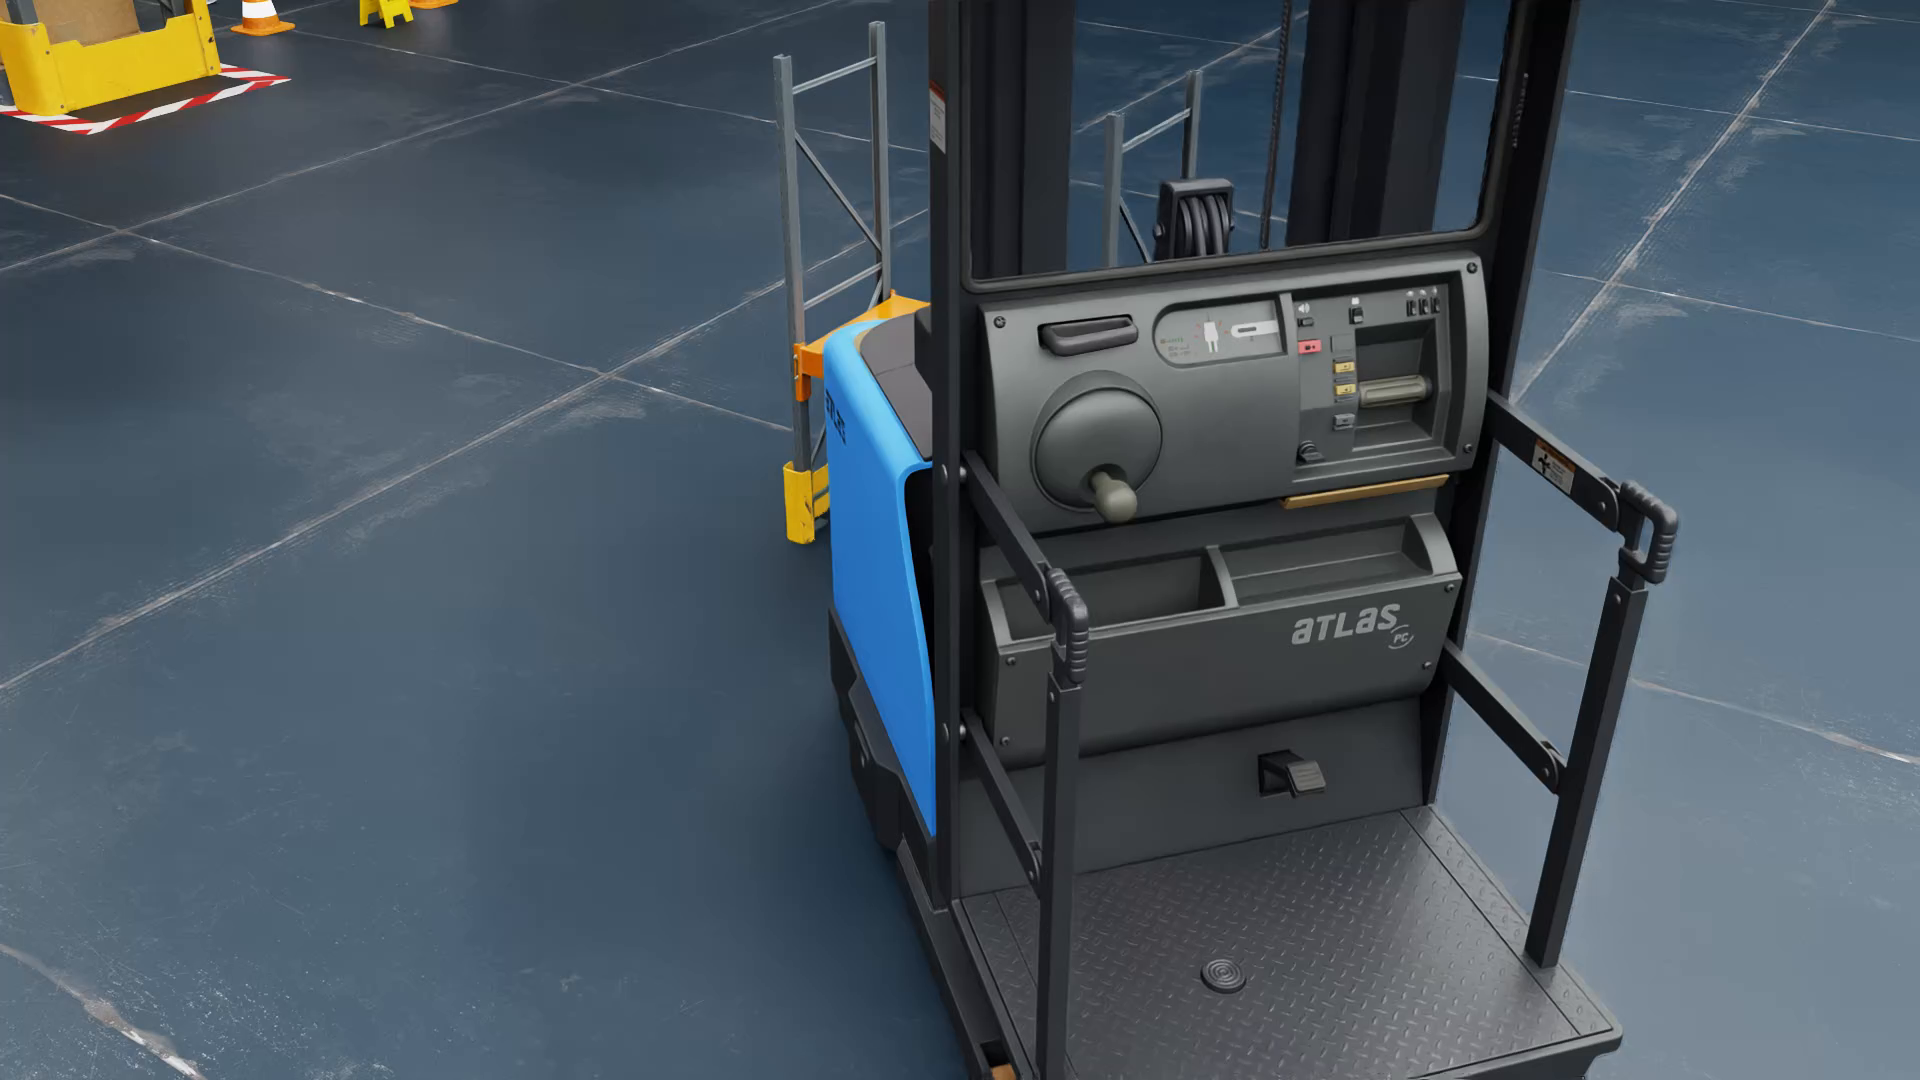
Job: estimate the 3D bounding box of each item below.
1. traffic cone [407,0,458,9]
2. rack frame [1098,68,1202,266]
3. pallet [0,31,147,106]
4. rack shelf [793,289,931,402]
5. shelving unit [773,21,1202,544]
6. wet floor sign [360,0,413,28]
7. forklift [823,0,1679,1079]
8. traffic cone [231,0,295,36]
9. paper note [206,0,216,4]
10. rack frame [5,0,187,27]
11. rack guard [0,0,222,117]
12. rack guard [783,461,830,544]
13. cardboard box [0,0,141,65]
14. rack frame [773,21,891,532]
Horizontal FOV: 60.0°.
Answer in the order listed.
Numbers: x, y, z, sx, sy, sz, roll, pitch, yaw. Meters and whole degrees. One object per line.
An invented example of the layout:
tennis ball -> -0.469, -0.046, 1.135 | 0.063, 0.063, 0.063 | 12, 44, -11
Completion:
traffic cone -> -3.760, -4.002, 11.650 | 0.334, 0.463, 0.336 | 18, 35, 27
rack frame -> 0.498, -0.497, 4.614 | 0.032, 1.500, 0.500 | 17, 35, 27
pallet -> -5.673, -2.934, 10.070 | 1.213, 0.211, 1.003 | 18, 35, 27
rack shelf -> 0.066, -0.477, 4.937 | 1.000, 0.185, 0.538 | 17, 35, 27
shelving unit -> 0.059, -0.635, 4.850 | 1.083, 1.500, 0.587 | 17, 35, 27
wet floor sign -> -3.877, -3.778, 11.086 | 0.232, 0.644, 0.267 | 12, 32, 19
forklift -> 0.557, -0.217, 2.713 | 1.130, 2.935, 3.031 | -8, 31, -14
traffic cone -> -4.649, -3.610, 10.979 | 0.334, 0.463, 0.336 | 18, 35, 27
paper note -> -5.345, -3.808, 11.749 | 0.144, 0.017, 0.142 | -21, 36, -32
rack frame -> -4.954, -3.958, 9.057 | 0.127, 3.000, 1.000 | 18, 35, 27
rack guard -> -4.934, -2.872, 9.676 | 0.348, 0.500, 1.175 | 18, 35, 27
rack guard -> -0.364, -0.228, 5.393 | 0.087, 0.250, 0.587 | 17, 35, 27
cardboard box -> -5.564, -3.375, 9.750 | 0.875, 0.875, 0.875 | 18, 35, 28
rack frame -> -0.365, -0.768, 5.079 | 0.032, 1.500, 0.500 | 17, 35, 27
